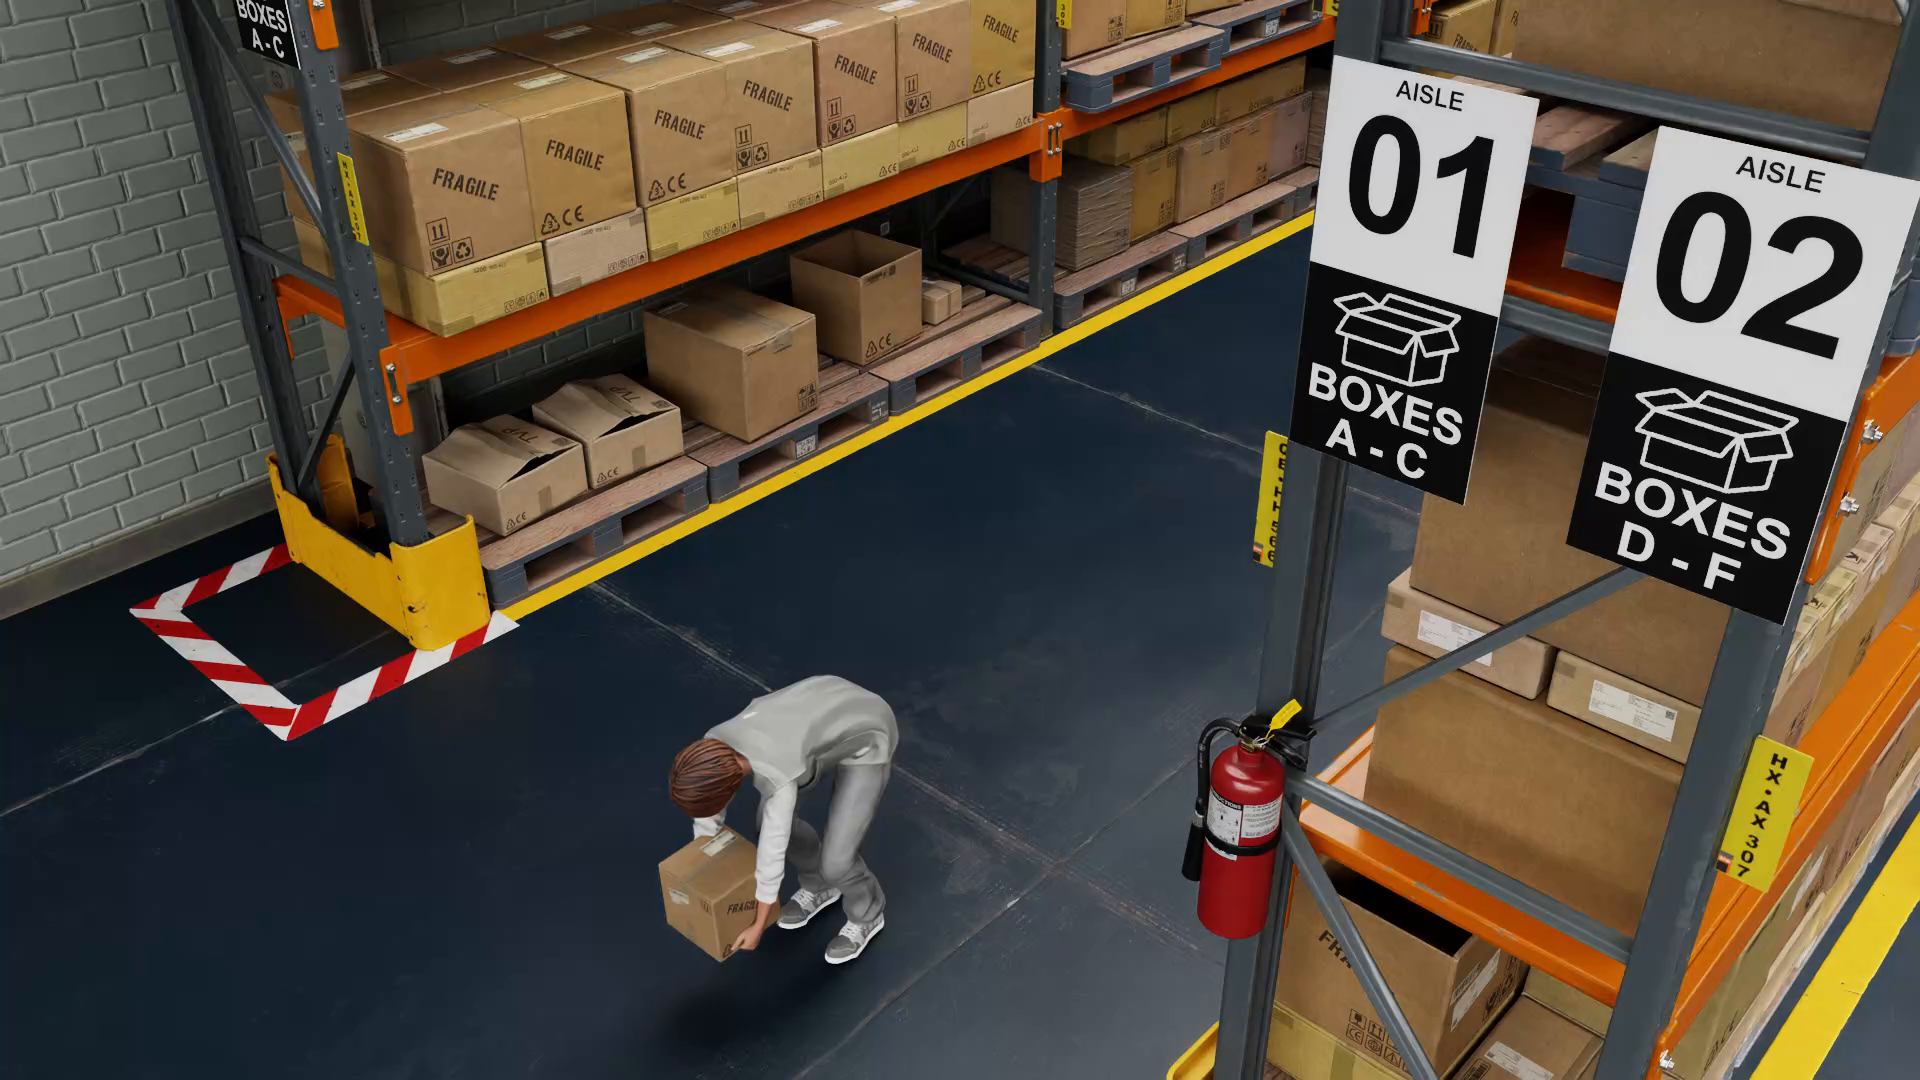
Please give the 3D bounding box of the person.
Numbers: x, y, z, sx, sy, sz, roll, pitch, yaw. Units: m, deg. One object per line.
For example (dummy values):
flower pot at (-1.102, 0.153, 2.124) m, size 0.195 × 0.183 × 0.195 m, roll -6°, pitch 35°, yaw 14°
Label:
person at (-0.542, 0.925, 5.202) m, size 0.393 × 1.019 × 0.853 m, roll 24°, pitch 39°, yaw 33°
